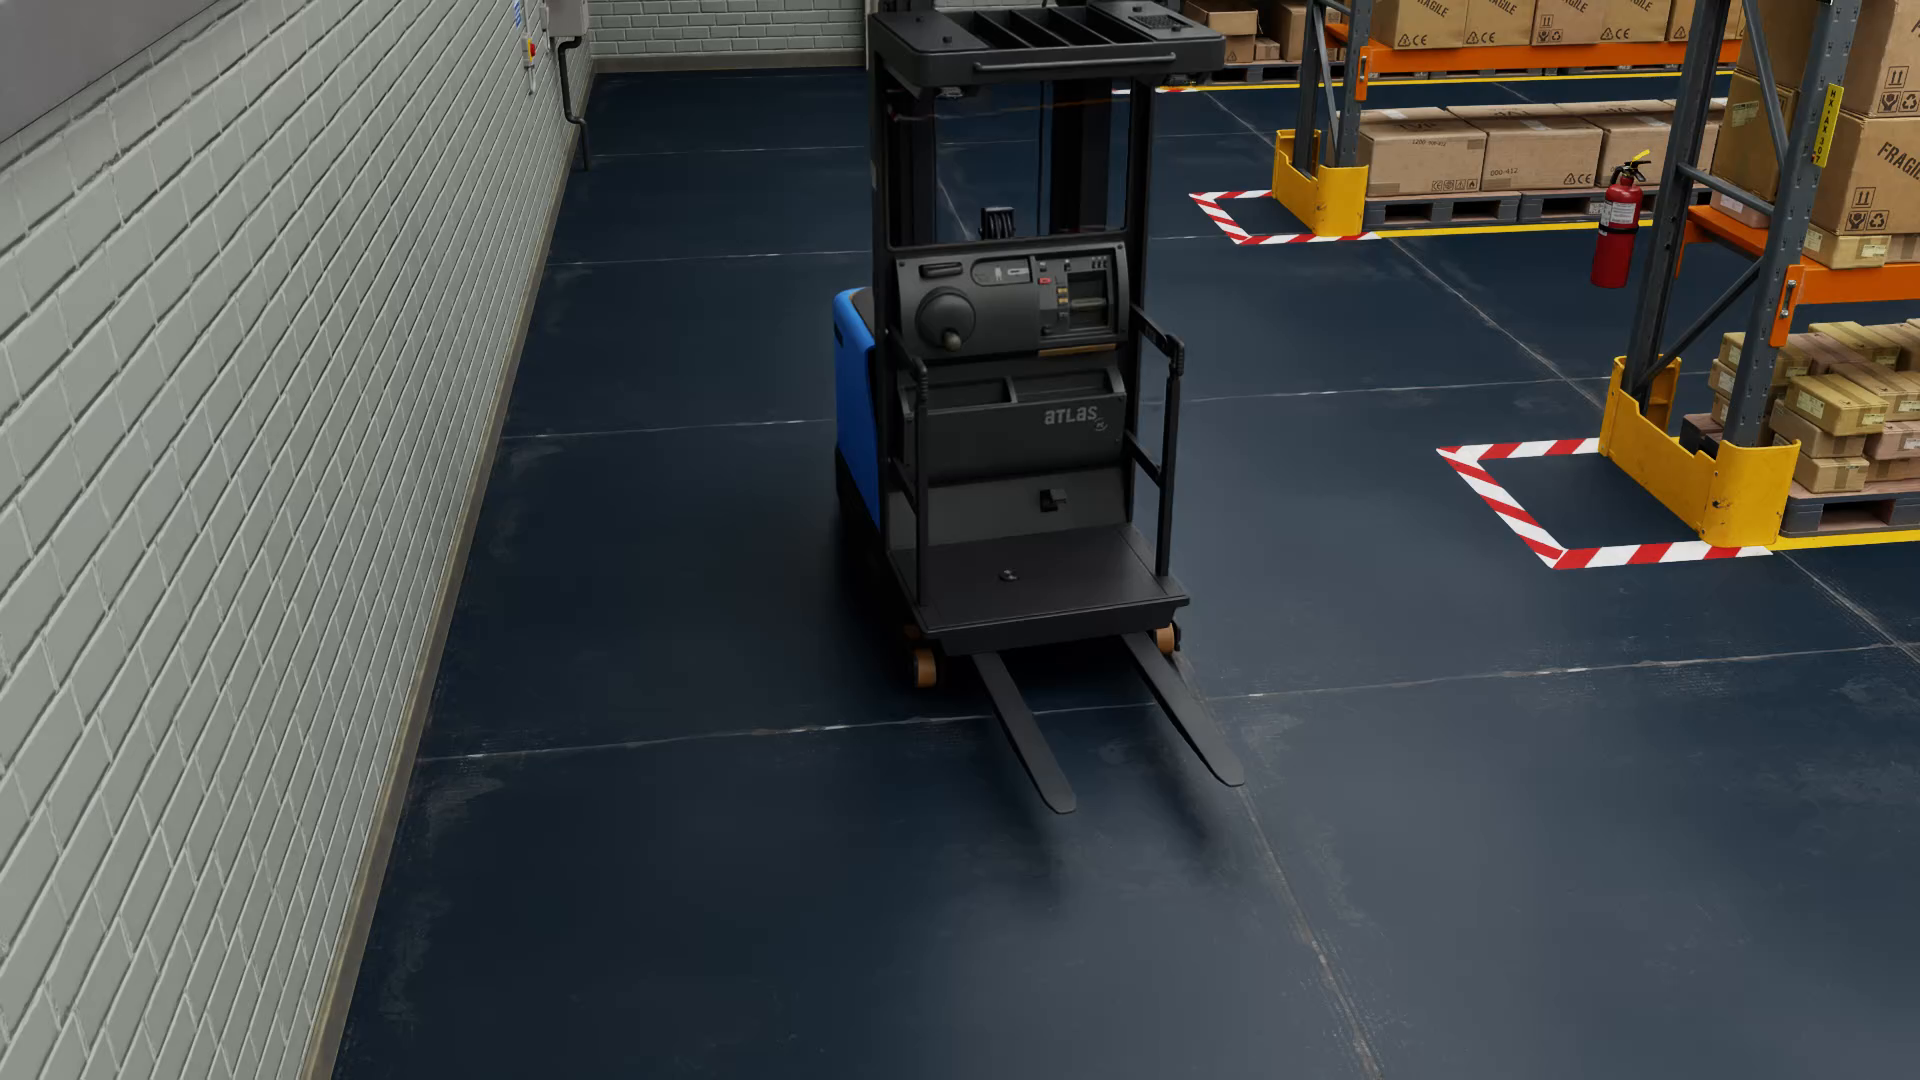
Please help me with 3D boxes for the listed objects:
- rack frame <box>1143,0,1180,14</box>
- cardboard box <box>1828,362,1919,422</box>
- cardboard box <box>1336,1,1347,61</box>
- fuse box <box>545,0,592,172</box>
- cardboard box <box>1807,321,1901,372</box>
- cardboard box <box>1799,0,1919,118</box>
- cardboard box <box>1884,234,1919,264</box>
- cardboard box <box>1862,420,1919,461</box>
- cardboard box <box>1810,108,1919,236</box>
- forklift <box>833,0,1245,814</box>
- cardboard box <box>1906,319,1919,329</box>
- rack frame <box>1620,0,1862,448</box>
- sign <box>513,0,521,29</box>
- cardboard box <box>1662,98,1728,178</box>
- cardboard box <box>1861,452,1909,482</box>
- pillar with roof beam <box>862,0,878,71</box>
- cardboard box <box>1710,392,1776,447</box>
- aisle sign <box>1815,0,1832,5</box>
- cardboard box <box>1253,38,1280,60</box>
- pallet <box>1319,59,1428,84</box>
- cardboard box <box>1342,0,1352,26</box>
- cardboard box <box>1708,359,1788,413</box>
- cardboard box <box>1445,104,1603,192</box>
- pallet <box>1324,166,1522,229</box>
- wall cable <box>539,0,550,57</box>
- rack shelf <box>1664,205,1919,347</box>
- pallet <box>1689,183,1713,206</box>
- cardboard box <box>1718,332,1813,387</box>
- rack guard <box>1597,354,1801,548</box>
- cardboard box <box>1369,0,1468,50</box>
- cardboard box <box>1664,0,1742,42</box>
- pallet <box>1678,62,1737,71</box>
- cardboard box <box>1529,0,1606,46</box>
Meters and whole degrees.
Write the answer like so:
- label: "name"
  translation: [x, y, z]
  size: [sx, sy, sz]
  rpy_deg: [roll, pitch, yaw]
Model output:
- label: "rack frame"
  translation: [2.002, -6.038, 16.233]
  size: [0.127, 3.000, 1.000]
  rpy_deg: [-4, 27, -7]
- label: "cardboard box"
  translation: [4.309, -0.698, 7.836]
  size: [0.250, 0.149, 0.380]
  rpy_deg: [-3, 27, -6]
- label: "cardboard box"
  translation: [4.010, -5.134, 16.749]
  size: [0.500, 0.500, 0.500]
  rpy_deg: [-3, 27, -6]
- label: "fuse box"
  translation: [-3.032, -3.811, 13.303]
  size: [0.414, 1.711, 0.539]
  rpy_deg: [-4, 27, -7]
- label: "cardboard box"
  translation: [4.471, -0.959, 8.344]
  size: [0.250, 0.149, 0.380]
  rpy_deg: [-4, 27, -8]
- label: "cardboard box"
  translation: [3.968, -2.094, 7.014]
  size: [0.500, 0.500, 0.500]
  rpy_deg: [-4, 27, -7]
- label: "cardboard box"
  translation: [4.100, -1.359, 7.388]
  size: [0.250, 0.149, 0.380]
  rpy_deg: [-3, 27, -5]
- label: "cardboard box"
  translation: [4.320, -0.523, 7.821]
  size: [0.250, 0.149, 0.380]
  rpy_deg: [-4, 27, -7]
- label: "cardboard box"
  translation: [3.970, -1.644, 7.233]
  size: [0.500, 0.500, 0.500]
  rpy_deg: [-2, 27, -5]
- label: "forklift"
  translation: [0.266, -0.909, 6.310]
  size: [1.130, 2.935, 3.031]
  rpy_deg: [-7, 28, -13]
- label: "cardboard box"
  translation: [4.995, -0.989, 8.403]
  size: [0.250, 0.149, 0.380]
  rpy_deg: [-3, 27, -5]
- label: "rack frame"
  translation: [3.487, -1.563, 7.511]
  size: [0.127, 3.000, 1.000]
  rpy_deg: [-4, 27, -7]
- label: "sign"
  translation: [-2.937, -3.520, 11.029]
  size: [0.001, 0.218, 0.327]
  rpy_deg: [-4, 27, -7]
- label: "cardboard box"
  translation: [6.021, -3.105, 12.862]
  size: [0.875, 0.438, 0.875]
  rpy_deg: [-4, 27, -8]
- label: "cardboard box"
  translation: [4.298, -0.424, 7.954]
  size: [0.250, 0.149, 0.380]
  rpy_deg: [-4, 27, -7]
- label: "pillar with roof beam"
  translation: [-0.194, -6.997, 11.530]
  size: [0.400, 9.000, 9.100]
  rpy_deg: [-4, 27, -7]
- label: "cardboard box"
  translation: [3.979, -0.610, 8.315]
  size: [0.250, 0.149, 0.380]
  rpy_deg: [-3, 27, -6]
- label: "aisle sign"
  translation: [3.456, -2.580, 6.644]
  size: [0.004, 0.787, 0.394]
  rpy_deg: [-4, 27, -7]
- label: "cardboard box"
  translation: [3.047, -4.962, 16.798]
  size: [0.250, 0.149, 0.380]
  rpy_deg: [-5, 28, -9]
- label: "pallet"
  translation: [4.072, -4.930, 17.127]
  size: [1.213, 0.211, 1.003]
  rpy_deg: [-4, 27, -7]
- label: "cardboard box"
  translation: [3.138, -3.990, 12.130]
  size: [0.500, 0.500, 0.500]
  rpy_deg: [-4, 27, -7]
- label: "cardboard box"
  translation: [3.970, -0.777, 8.315]
  size: [0.250, 0.149, 0.380]
  rpy_deg: [-4, 27, -8]
- label: "cardboard box"
  translation: [4.242, -2.991, 12.640]
  size: [0.875, 0.438, 0.875]
  rpy_deg: [-3, 27, -6]
- label: "pallet"
  translation: [3.478, -2.640, 12.665]
  size: [1.213, 0.211, 1.003]
  rpy_deg: [-4, 27, -7]
- label: "wall cable"
  translation: [-3.092, -4.518, 12.157]
  size: [0.122, 1.984, 0.588]
  rpy_deg: [-4, 27, -7]
- label: "rack shelf"
  translation: [5.467, -1.371, 7.923]
  size: [4.000, 0.370, 1.077]
  rpy_deg: [-4, 27, -7]
- label: "pallet"
  translation: [5.894, -2.796, 12.967]
  size: [1.213, 0.211, 1.003]
  rpy_deg: [-4, 27, -7]
- label: "cardboard box"
  translation: [3.976, -0.895, 8.219]
  size: [0.250, 0.149, 0.380]
  rpy_deg: [-3, 27, -7]
- label: "rack guard"
  translation: [3.562, -0.456, 8.091]
  size: [0.348, 0.500, 1.175]
  rpy_deg: [-4, 27, -7]
- label: "cardboard box"
  translation: [3.212, -3.740, 11.644]
  size: [0.500, 0.500, 0.500]
  rpy_deg: [-4, 27, -8]
- label: "cardboard box"
  translation: [5.230, -3.875, 11.906]
  size: [0.500, 0.500, 0.500]
  rpy_deg: [-4, 27, -8]
- label: "pallet"
  translation: [7.974, -5.200, 17.653]
  size: [1.213, 0.211, 1.003]
  rpy_deg: [-4, 27, -7]
- label: "cardboard box"
  translation: [4.216, -3.809, 11.778]
  size: [0.500, 0.500, 0.500]
  rpy_deg: [-4, 27, -7]
